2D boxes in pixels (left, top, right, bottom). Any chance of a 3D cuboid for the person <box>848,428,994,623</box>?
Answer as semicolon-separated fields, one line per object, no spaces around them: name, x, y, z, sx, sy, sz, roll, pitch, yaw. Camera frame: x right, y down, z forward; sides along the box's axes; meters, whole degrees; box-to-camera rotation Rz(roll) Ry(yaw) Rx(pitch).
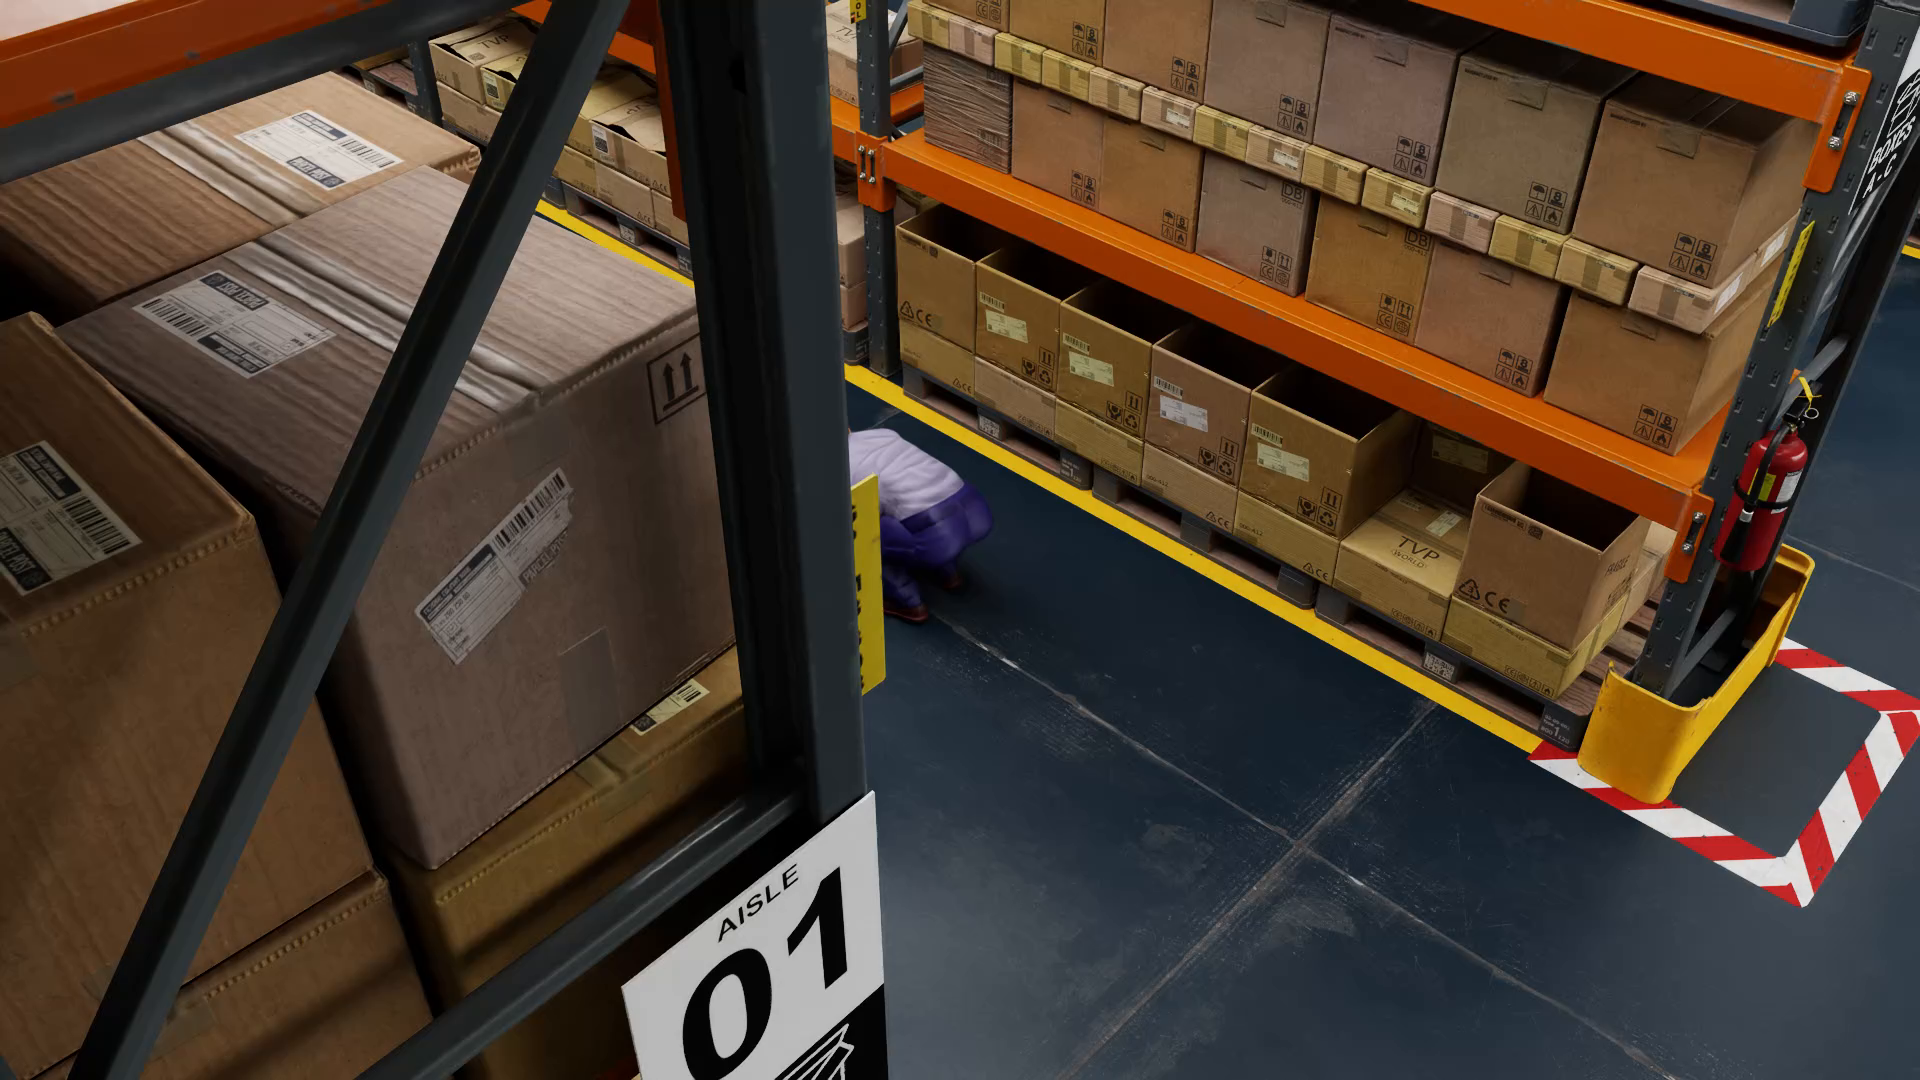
person;-0.283;-0.105;7.028;0.876;0.752;0.503;30;48;31
